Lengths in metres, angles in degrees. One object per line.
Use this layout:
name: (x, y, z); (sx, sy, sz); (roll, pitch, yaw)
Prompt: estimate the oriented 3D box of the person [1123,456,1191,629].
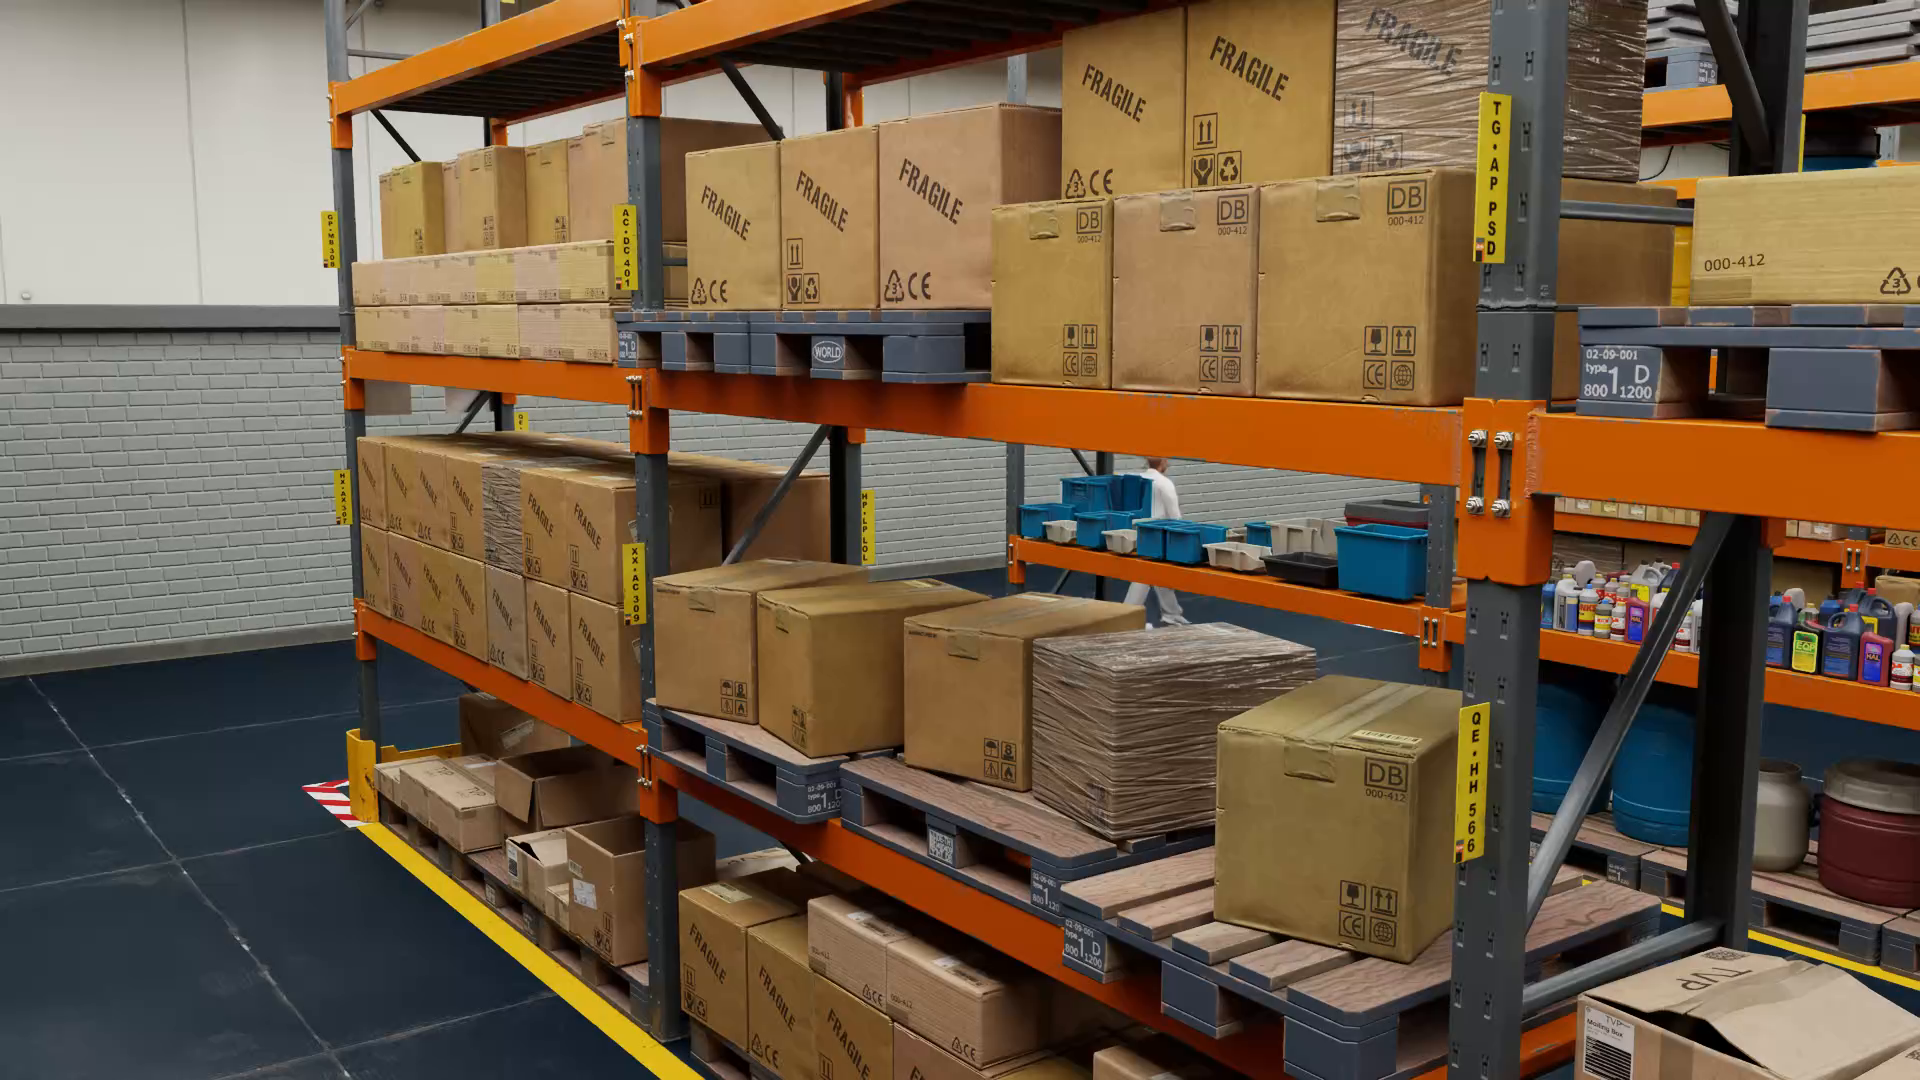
person: (1.875, 0.011, 15.839); (0.977, 1.791, 0.604); (-4, 9, -28)
